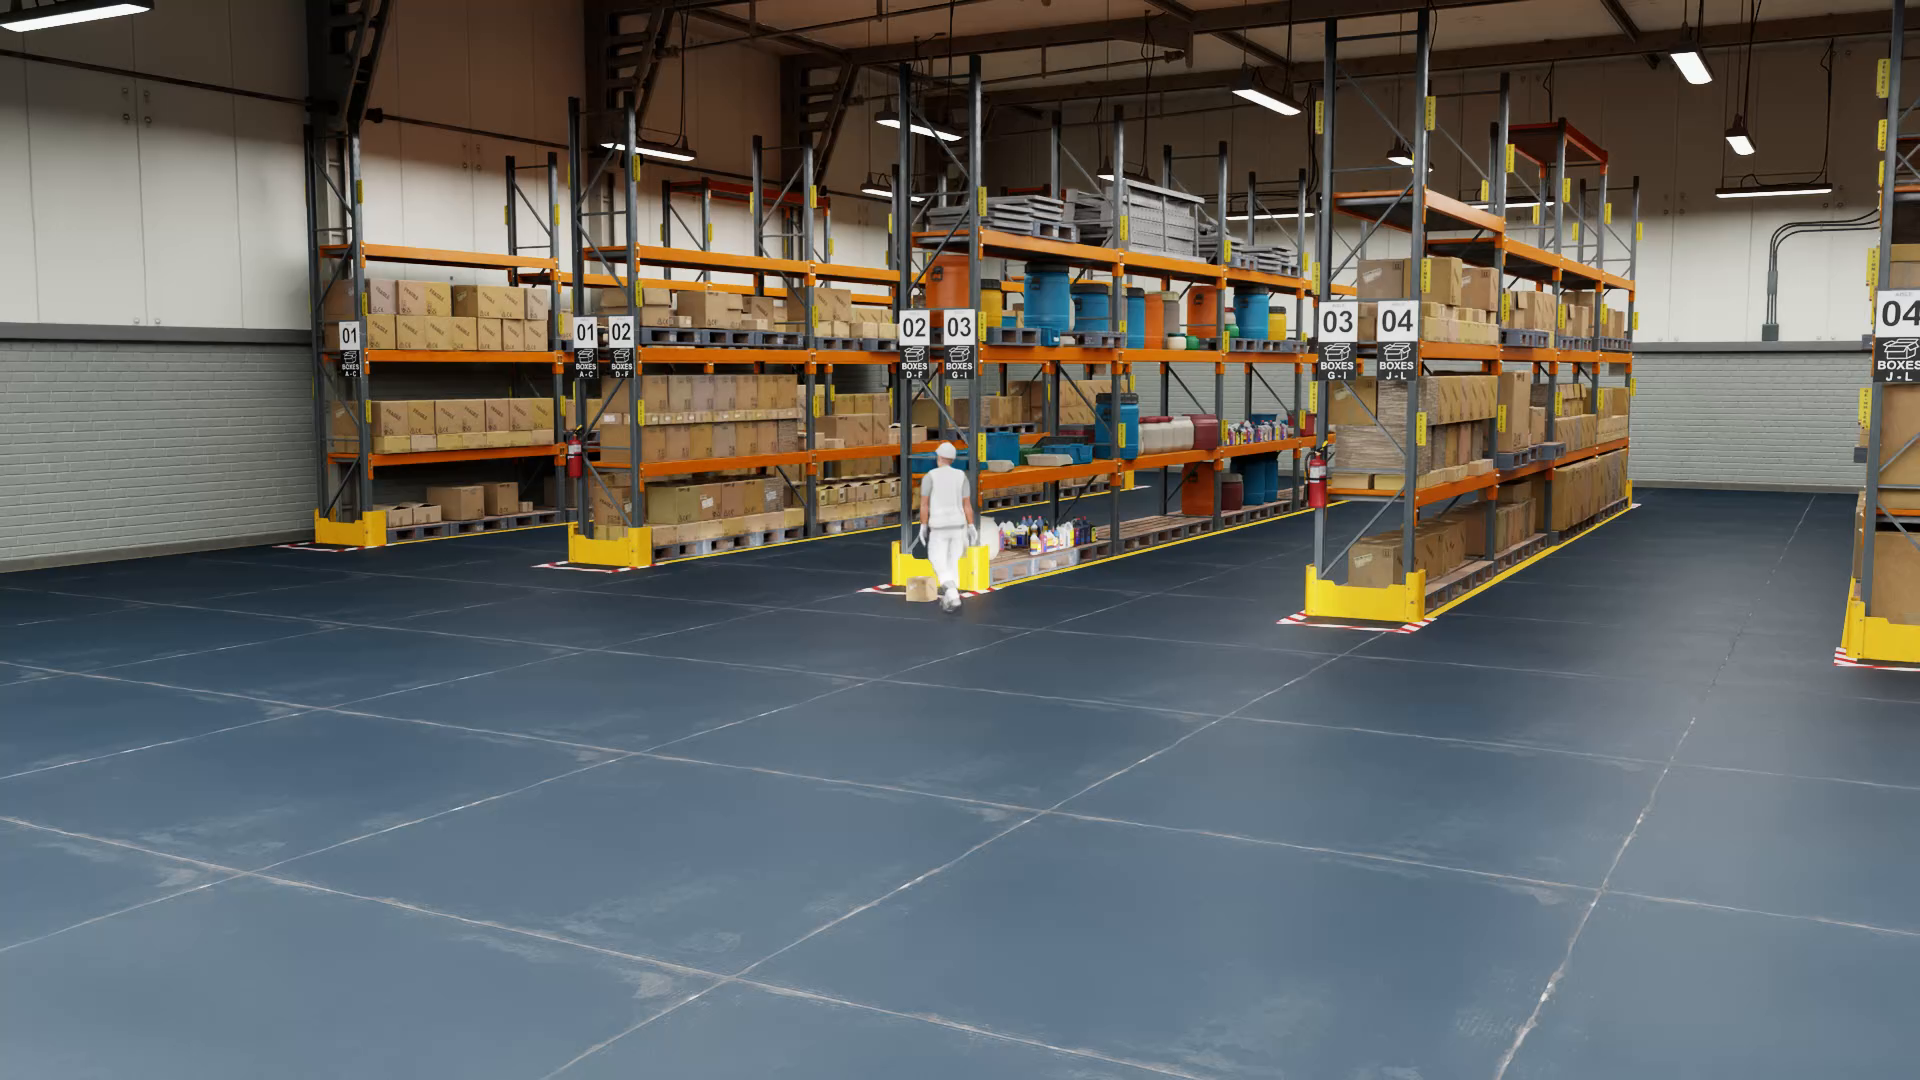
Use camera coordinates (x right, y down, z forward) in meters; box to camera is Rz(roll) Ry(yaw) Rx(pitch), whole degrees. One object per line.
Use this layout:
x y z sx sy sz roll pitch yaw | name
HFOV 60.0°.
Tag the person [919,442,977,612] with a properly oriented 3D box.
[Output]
-0.121 -0.112 17.093 0.611 1.780 0.830 -3 6 -24 | person
